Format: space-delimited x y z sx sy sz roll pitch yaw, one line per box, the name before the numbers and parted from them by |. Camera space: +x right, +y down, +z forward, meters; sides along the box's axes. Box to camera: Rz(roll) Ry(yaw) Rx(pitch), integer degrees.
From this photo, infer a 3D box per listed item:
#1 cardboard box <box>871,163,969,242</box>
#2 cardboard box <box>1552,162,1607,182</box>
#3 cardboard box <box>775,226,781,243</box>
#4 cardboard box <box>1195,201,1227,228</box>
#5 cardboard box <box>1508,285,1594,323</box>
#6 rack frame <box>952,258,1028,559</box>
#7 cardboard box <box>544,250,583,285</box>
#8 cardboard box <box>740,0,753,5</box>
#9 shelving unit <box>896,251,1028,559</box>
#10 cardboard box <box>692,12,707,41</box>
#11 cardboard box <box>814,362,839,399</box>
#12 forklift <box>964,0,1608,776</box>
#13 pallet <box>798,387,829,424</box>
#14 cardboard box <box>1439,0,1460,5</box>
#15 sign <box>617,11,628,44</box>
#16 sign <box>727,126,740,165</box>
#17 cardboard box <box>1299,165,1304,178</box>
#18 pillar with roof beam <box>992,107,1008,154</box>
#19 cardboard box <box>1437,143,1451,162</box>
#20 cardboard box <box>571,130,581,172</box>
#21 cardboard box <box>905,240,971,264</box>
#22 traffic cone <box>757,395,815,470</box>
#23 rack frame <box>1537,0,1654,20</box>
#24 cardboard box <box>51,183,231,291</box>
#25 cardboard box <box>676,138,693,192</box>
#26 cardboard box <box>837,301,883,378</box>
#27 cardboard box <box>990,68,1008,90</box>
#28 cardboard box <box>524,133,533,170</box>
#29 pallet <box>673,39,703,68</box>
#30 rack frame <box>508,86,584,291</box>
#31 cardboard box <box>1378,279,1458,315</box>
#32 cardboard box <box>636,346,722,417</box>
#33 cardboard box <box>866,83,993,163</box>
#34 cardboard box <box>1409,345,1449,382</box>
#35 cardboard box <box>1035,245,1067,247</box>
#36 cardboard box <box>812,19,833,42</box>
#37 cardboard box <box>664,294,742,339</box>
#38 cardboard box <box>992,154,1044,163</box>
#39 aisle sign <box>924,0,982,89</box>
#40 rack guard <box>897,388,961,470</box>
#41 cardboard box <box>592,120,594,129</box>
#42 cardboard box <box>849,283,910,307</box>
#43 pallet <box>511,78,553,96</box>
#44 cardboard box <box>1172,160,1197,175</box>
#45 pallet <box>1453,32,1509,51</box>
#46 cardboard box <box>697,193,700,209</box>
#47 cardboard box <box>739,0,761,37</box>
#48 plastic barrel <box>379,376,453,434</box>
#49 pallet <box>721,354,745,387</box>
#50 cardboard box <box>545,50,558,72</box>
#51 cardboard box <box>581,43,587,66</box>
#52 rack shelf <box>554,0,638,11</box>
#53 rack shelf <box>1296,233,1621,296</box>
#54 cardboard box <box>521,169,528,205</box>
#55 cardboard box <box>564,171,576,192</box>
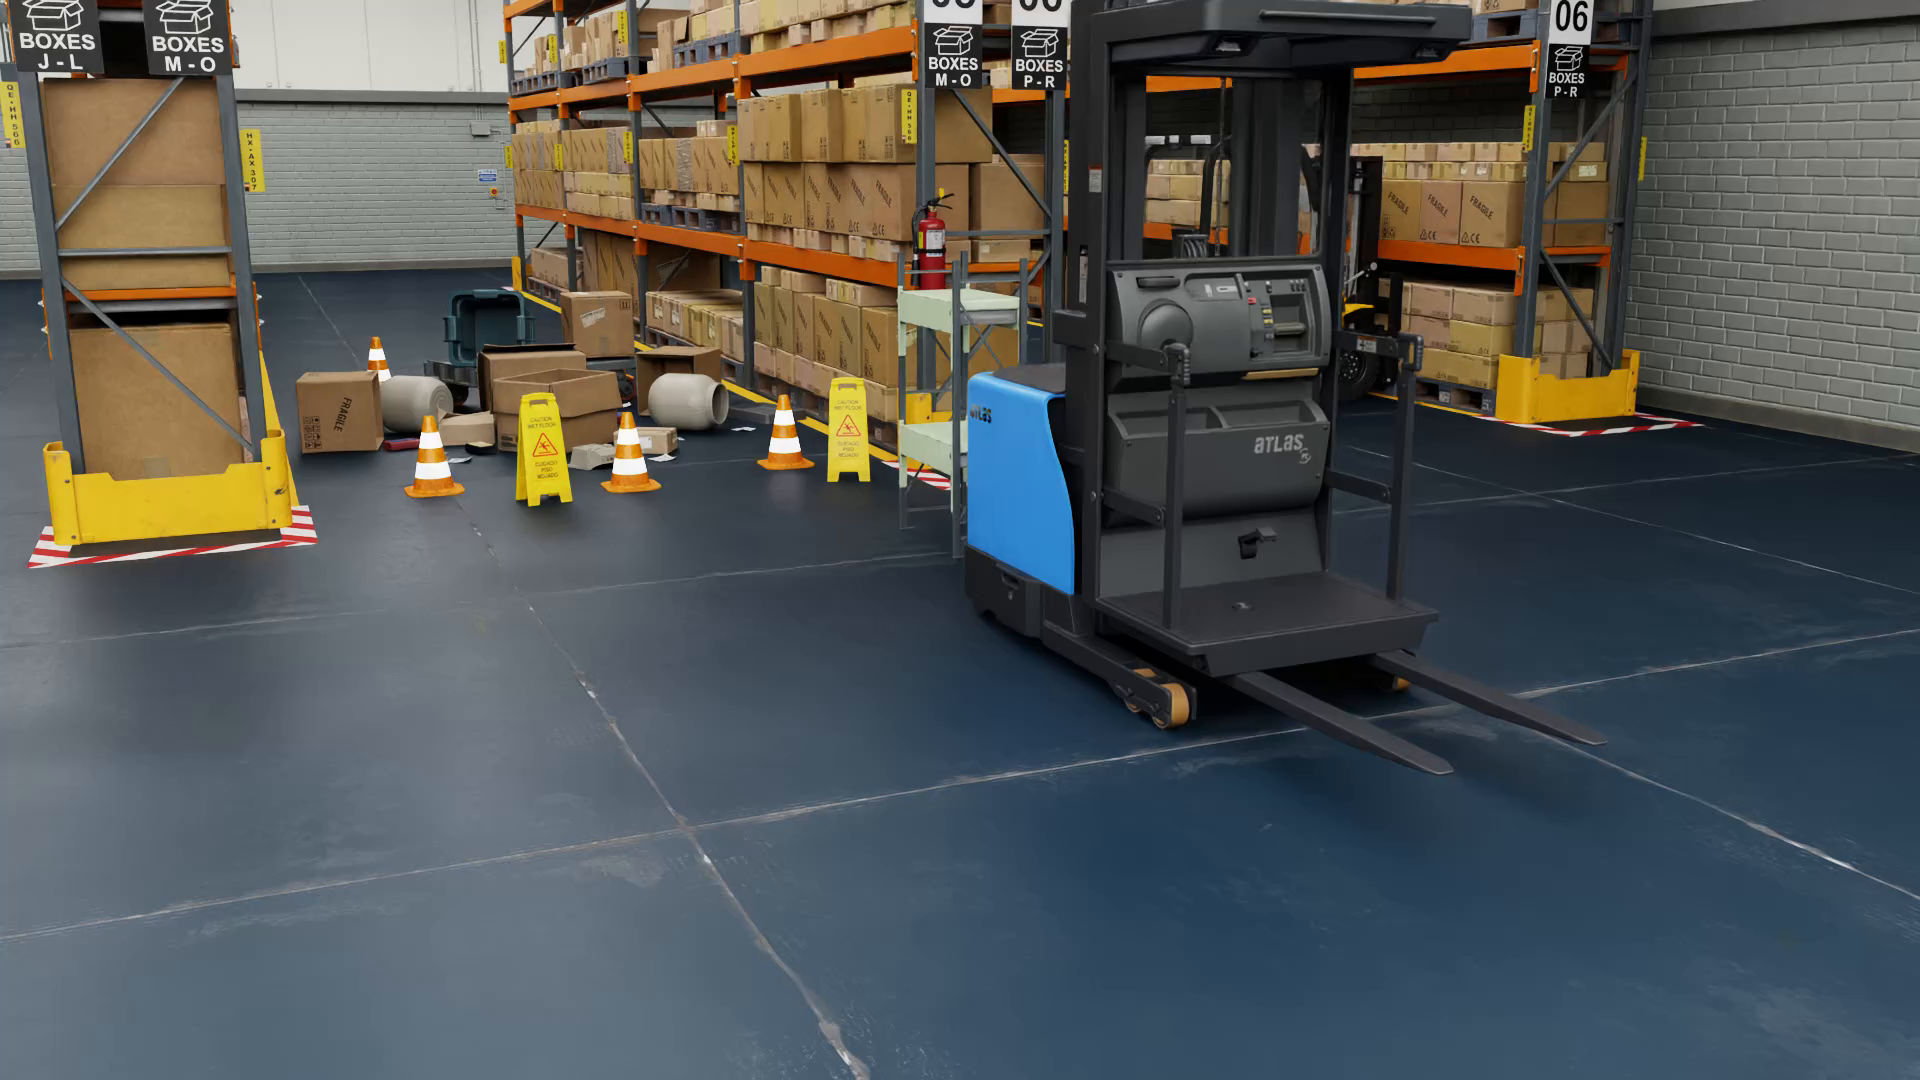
cardboard box | -0.271 -2.270 11.143 0.500 0.500 0.500 -6 14 -24
cardboard box | 4.847 -2.896 13.071 0.380 0.149 0.250 -6 14 -24
cardboard box | -1.288 -2.499 13.573 0.380 0.149 0.250 -6 14 -23
cardboard box | 2.701 -3.272 16.687 0.500 0.250 0.500 -5 14 -22
cardboard box | 4.726 -1.906 13.404 0.500 0.250 0.500 -6 14 -24
rack frame | 0.149 -0.654 8.368 0.400 1.500 0.023 -6 14 -23
cardboard box | -5.480 -3.935 23.971 0.875 0.438 0.875 -5 14 -21
cardboard box | -1.577 -4.448 13.573 0.380 0.149 0.250 -6 14 -24
shelving unit | 0.003 -0.729 8.695 0.431 1.500 0.755 -6 14 -23
cardboard box | -2.172 -4.726 15.387 0.500 0.250 0.500 -5 14 -22
cardboard box | -0.787 -1.212 12.620 0.500 0.250 0.500 -6 14 -25
forklift | 1.087 -0.862 6.095 1.130 2.935 3.031 -6 14 -24
pallet | -0.610 -1.069 13.019 1.003 0.211 1.213 -6 14 -23
cardboard box | 4.033 -4.283 13.217 0.396 0.266 0.258 -6 14 -23
sign | -3.518 -5.345 17.337 0.100 0.325 0.005 -6 14 -23
sign | -1.911 -3.328 14.031 0.100 0.325 0.005 -6 14 -23
cardboard box | 3.295 -3.377 15.149 0.380 0.149 0.250 -5 14 -22
pillar with roof beam | -3.459 -7.676 22.080 9.100 9.000 0.400 -6 14 -23
cardboard box | 4.120 -3.160 13.553 0.380 0.149 0.250 -6 14 -23
cardboard box | -4.466 -4.784 20.450 0.500 0.500 0.500 -6 14 -23
cardboard box | -0.147 -1.924 11.089 0.380 0.149 0.250 -5 14 -21
traffic cone | -1.156 -0.725 10.977 0.336 0.463 0.334 -6 14 -23
rack frame | 4.745 -5.361 12.075 1.000 3.000 0.127 -6 14 -23
cardboard box | -4.487 -1.667 9.085 0.875 0.550 0.550 -6 14 -23
cardboard box | -2.410 -3.606 15.985 0.500 0.500 0.500 -6 14 -25
cardboard box | -0.573 -1.469 12.067 0.500 0.500 0.500 -5 14 -21
cardboard box | 0.710 -5.770 20.830 0.500 0.250 0.500 -6 14 -23
cardboard box | -5.853 -5.494 23.515 0.500 0.500 0.500 -6 14 -23
pallet | -1.972 -4.536 15.582 1.213 0.211 1.003 -6 14 -23
rack frame | -6.211 -5.294 25.093 1.000 3.000 0.127 -6 14 -23
cardboard box | 3.854 -2.065 14.091 0.500 0.250 0.500 -5 14 -22
cardboard box | -2.221 -1.254 13.175 0.500 0.500 0.500 4 14 16
cardboard box | -0.206 -2.755 11.024 0.700 0.500 0.500 -6 14 -24
cardboard box | 4.077 -1.475 13.758 0.500 0.250 0.500 -6 14 -23
cardboard box | 1.190 -3.745 21.572 0.380 0.149 0.250 -6 14 -24
cardboard box | -0.857 -3.690 12.064 0.380 0.149 0.250 -6 14 -24
cardboard box | -2.486 -2.297 17.037 0.950 0.372 0.625 -6 14 -24
cardboard box | 0.717 -4.666 21.218 0.797 0.503 0.637 -6 14 -24
aisle sign | -0.042 -3.216 10.349 0.394 0.787 0.004 -6 14 -23
rack guard | 0.168 -0.787 11.160 1.175 0.500 0.348 -6 14 -23
cardboard box | -4.755 -5.509 22.143 0.380 0.149 0.250 -6 14 -24
cardboard box | -0.570 -1.747 11.831 0.380 0.149 0.250 -5 14 -21
pallet | -5.904 -6.560 24.107 1.003 0.211 1.213 -6 14 -23
cardboard box | 2.406 -3.829 17.101 0.380 0.149 0.250 -6 14 -25
pallet | 3.993 -4.257 14.155 1.003 0.211 1.213 -6 14 -23
cardboard box | -2.258 -3.191 15.630 0.380 0.149 0.250 -6 14 -23
cardboard box | -1.478 -4.233 13.527 0.500 0.250 0.500 -6 14 -24
plastic barrel | -4.039 -0.996 12.236 0.512 0.421 0.421 4 14 16
pallet | -1.717 -1.617 15.390 1.003 0.211 1.213 -6 14 -23
cardboard box | -5.157 -6.220 21.586 0.396 0.266 0.258 -5 14 -21
cardboard box | -4.197 -5.659 19.385 0.396 0.266 0.258 -4 14 -18
rack shelf | -3.807 -6.432 19.187 1.077 0.370 4.000 -6 14 -23
rack shelf | 3.944 -2.501 14.618 1.077 0.370 4.000 -6 14 -23
cardboard box | -6.053 -5.116 24.101 0.500 0.500 0.500 -6 14 -24
cardboard box | -4.690 -4.522 20.980 0.500 0.250 0.500 -6 14 -25
